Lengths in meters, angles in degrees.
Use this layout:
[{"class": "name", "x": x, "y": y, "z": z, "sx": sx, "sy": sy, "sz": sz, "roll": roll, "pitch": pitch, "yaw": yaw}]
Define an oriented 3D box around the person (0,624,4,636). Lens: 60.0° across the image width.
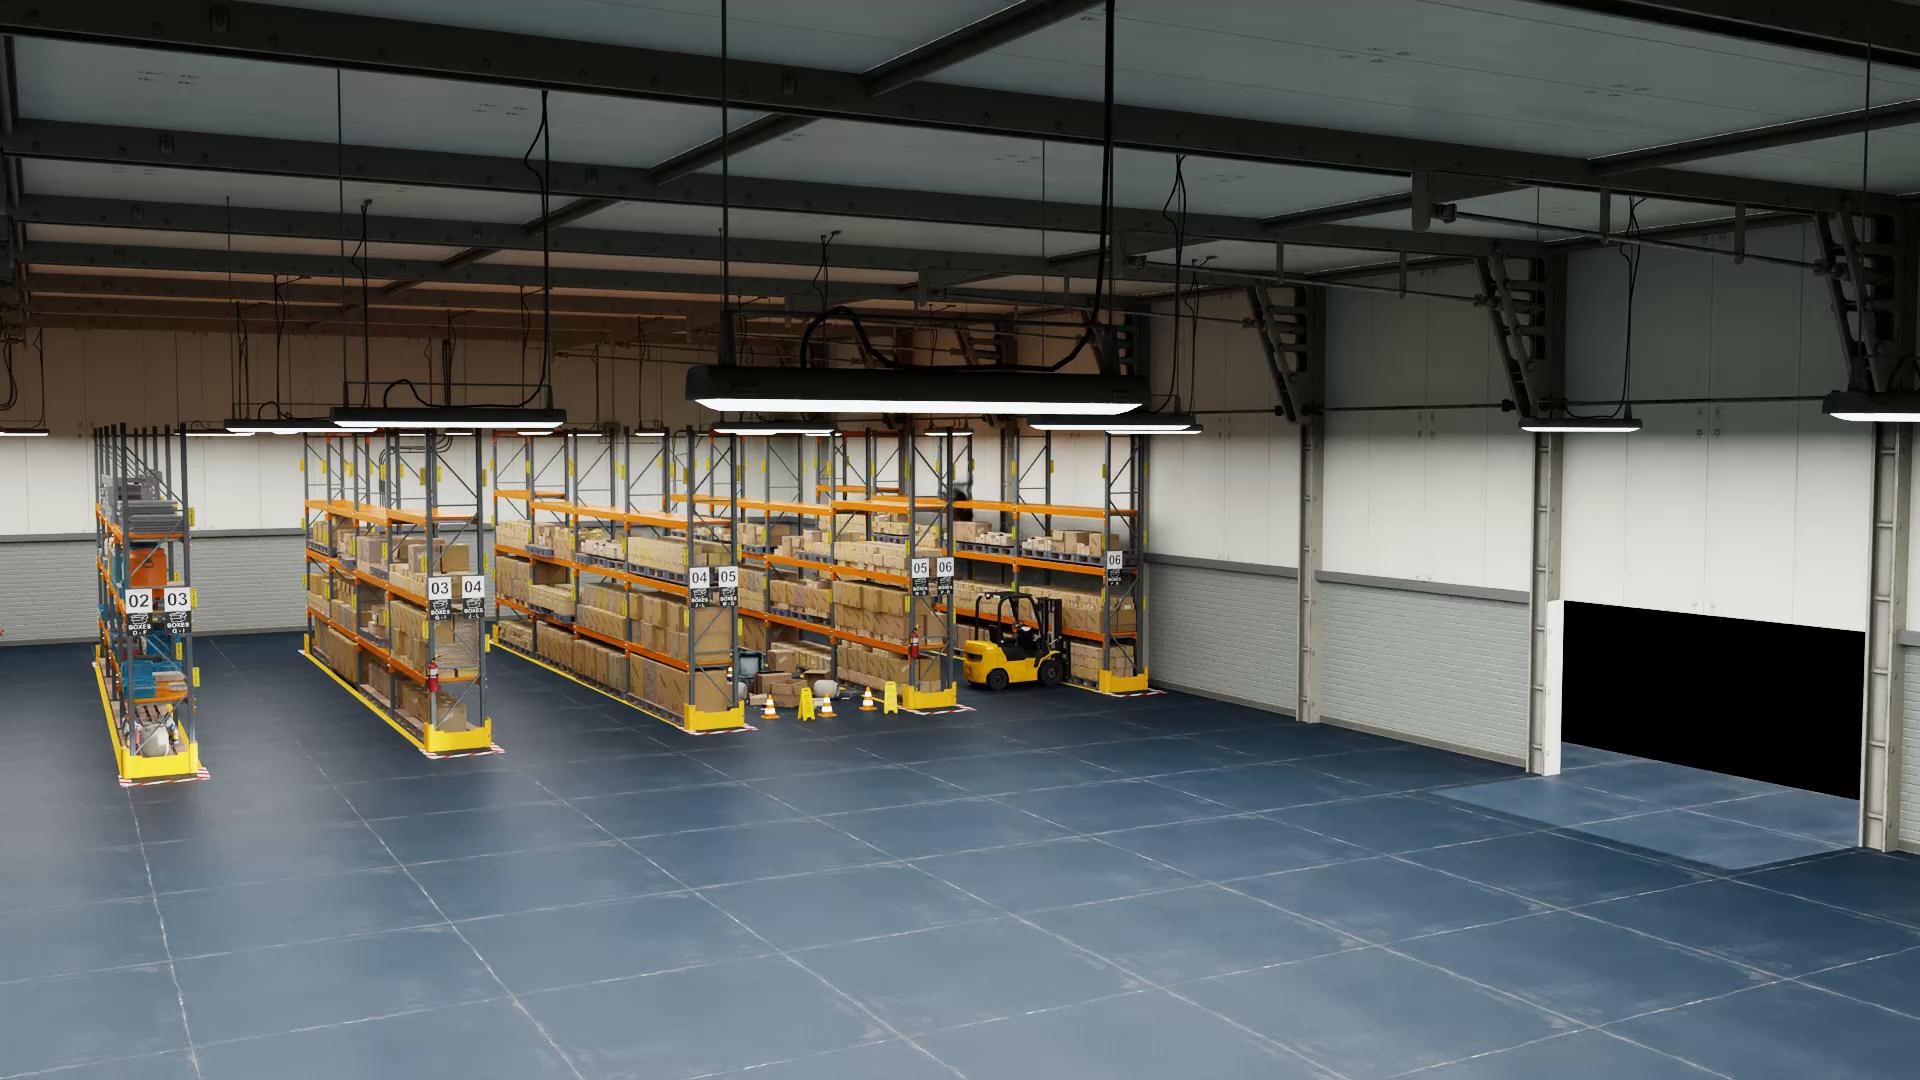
[{"class": "person", "x": -22.747, "y": 2.471, "z": 38.901, "sx": 0.668, "sy": 1.768, "sz": 0.963, "roll": -3, "pitch": 4, "yaw": -38}]
